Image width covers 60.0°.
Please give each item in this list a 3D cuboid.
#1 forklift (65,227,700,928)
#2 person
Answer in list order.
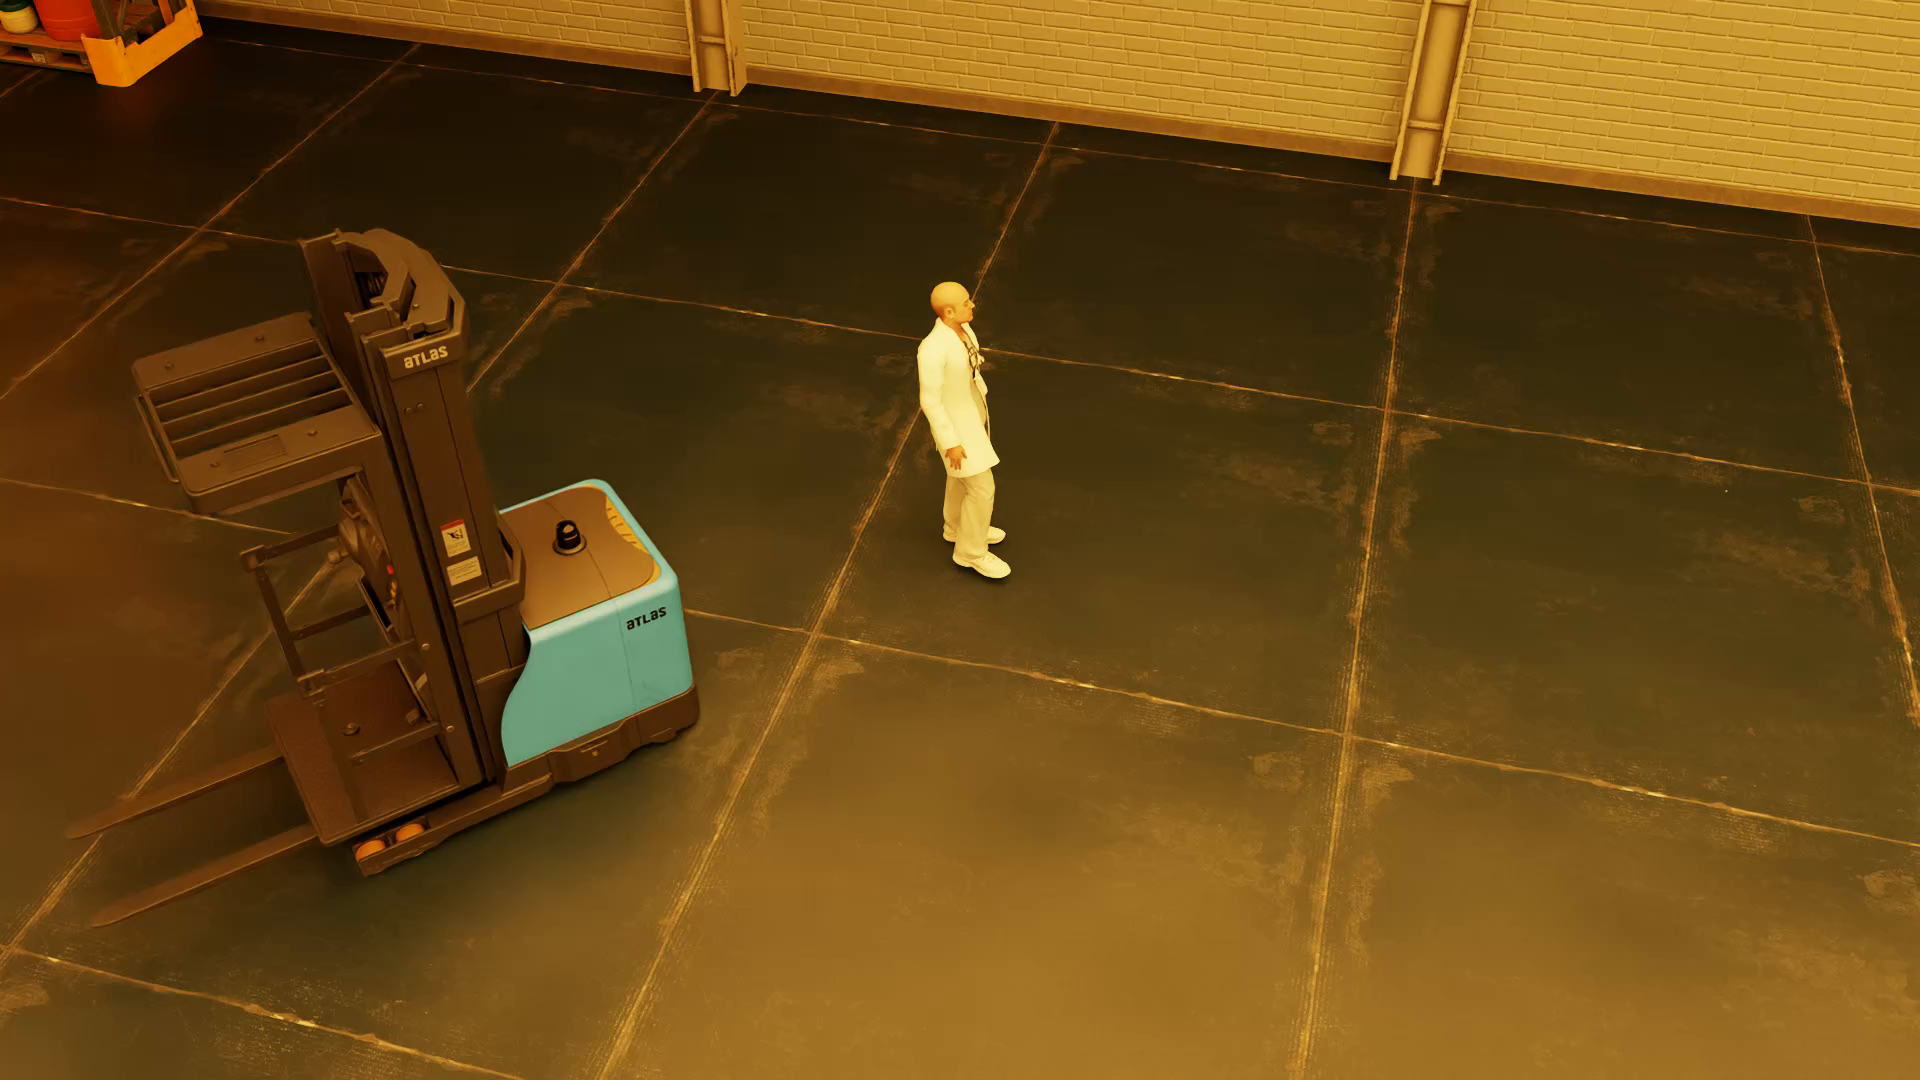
[{"bbox_3d":[-2.913,0.143,7.698,3.031,2.935,1.130,-23,46,-24],"label":"forklift"},{"bbox_3d":[0.086,-0.656,9.473,0.582,1.775,0.694,10,42,11],"label":"person"}]
